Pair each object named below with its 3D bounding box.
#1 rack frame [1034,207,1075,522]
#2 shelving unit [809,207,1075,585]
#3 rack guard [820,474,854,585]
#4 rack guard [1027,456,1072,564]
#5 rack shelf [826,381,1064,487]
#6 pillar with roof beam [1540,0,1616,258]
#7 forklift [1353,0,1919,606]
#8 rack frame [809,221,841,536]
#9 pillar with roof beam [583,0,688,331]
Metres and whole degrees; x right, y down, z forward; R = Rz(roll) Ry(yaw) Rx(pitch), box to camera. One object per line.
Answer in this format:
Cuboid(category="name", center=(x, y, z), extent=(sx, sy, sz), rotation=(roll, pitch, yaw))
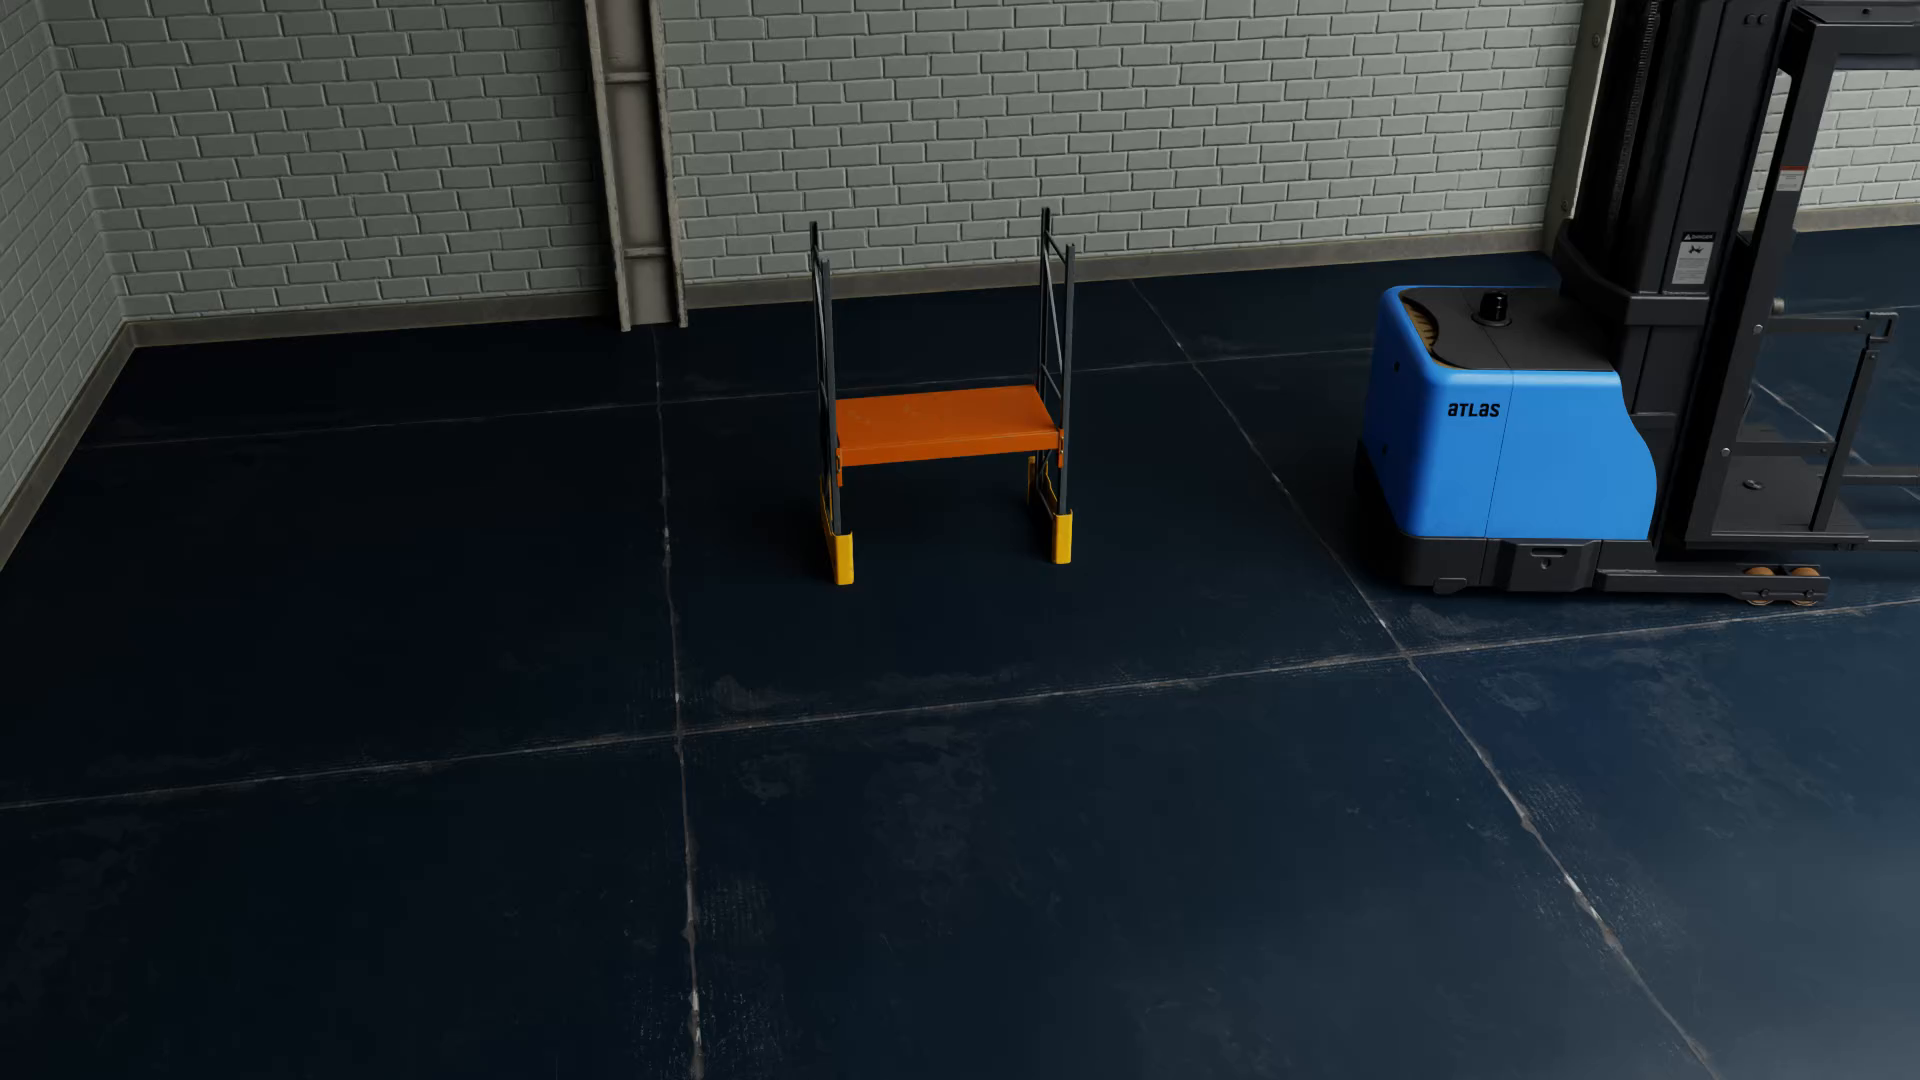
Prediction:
Cuboid(category="rack frame", center=(0.416, -0.685, 7.436), extent=(0.032, 1.500, 0.500), rotation=(-5, 31, -9))
Cuboid(category="shelving unit", center=(-0.075, -0.640, 7.358), extent=(1.083, 1.500, 0.587), rotation=(-5, 31, -9))
Cuboid(category="rack guard", center=(-0.565, -0.055, 7.597), extent=(0.087, 0.250, 0.587), rotation=(-5, 31, -9))
Cuboid(category="rack guard", center=(0.415, -0.146, 7.752), extent=(0.087, 0.250, 0.587), rotation=(-5, 31, -9))
Cuboid(category="rack shelf", center=(-0.084, -0.484, 7.448), extent=(1.000, 0.185, 0.538), rotation=(-5, 31, -9))
Cuboid(category="pillar with roof beam", center=(4.835, -3.610, 5.012), extent=(0.400, 9.000, 9.100), rotation=(-5, 31, -9))
Cuboid(category="forklift", center=(3.414, -1.249, 6.983), extent=(3.031, 2.935, 1.130), rotation=(1, 30, 1))
Cuboid(category="rack frame", center=(-0.584, -0.592, 7.278), extent=(0.032, 1.500, 0.500), rotation=(-5, 31, -9))
Cuboid(category="pillar with roof beam", center=(-1.067, -3.063, 4.080), extent=(0.400, 9.000, 9.100), rotation=(-5, 31, -9))
